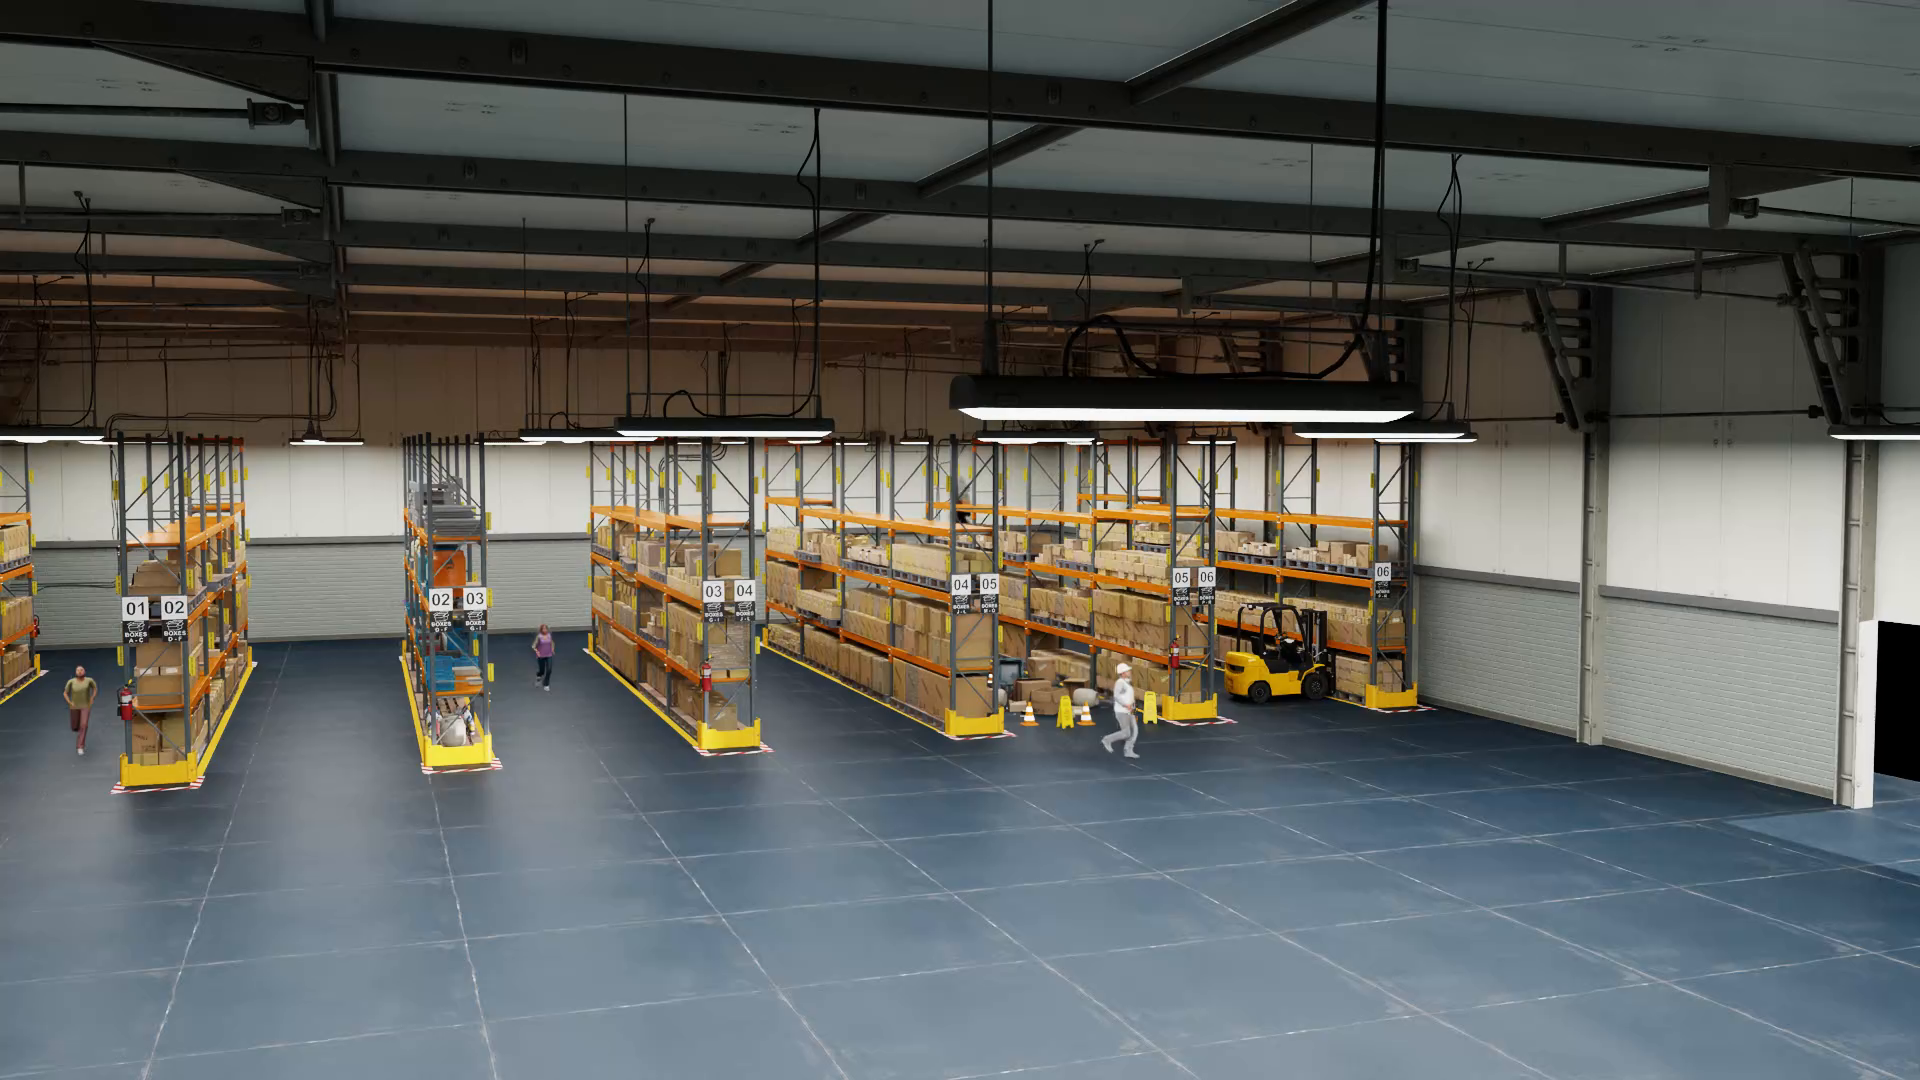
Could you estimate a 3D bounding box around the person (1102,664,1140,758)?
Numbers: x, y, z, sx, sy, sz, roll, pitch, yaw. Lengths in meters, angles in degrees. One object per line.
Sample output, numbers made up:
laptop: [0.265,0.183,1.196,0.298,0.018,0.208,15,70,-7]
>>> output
person: [2.988,3.155,30.748,0.711,1.750,0.668,1,3,21]

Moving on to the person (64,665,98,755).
person: [-16.632,3.182,31.457,0.560,1.653,1.005,-1,3,-19]

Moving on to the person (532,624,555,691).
person: [-9.844,2.767,39.364,0.546,1.567,0.657,-2,4,-32]

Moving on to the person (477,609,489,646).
person: [-13.877,2.198,47.923,0.597,1.721,0.690,0,3,-9]
